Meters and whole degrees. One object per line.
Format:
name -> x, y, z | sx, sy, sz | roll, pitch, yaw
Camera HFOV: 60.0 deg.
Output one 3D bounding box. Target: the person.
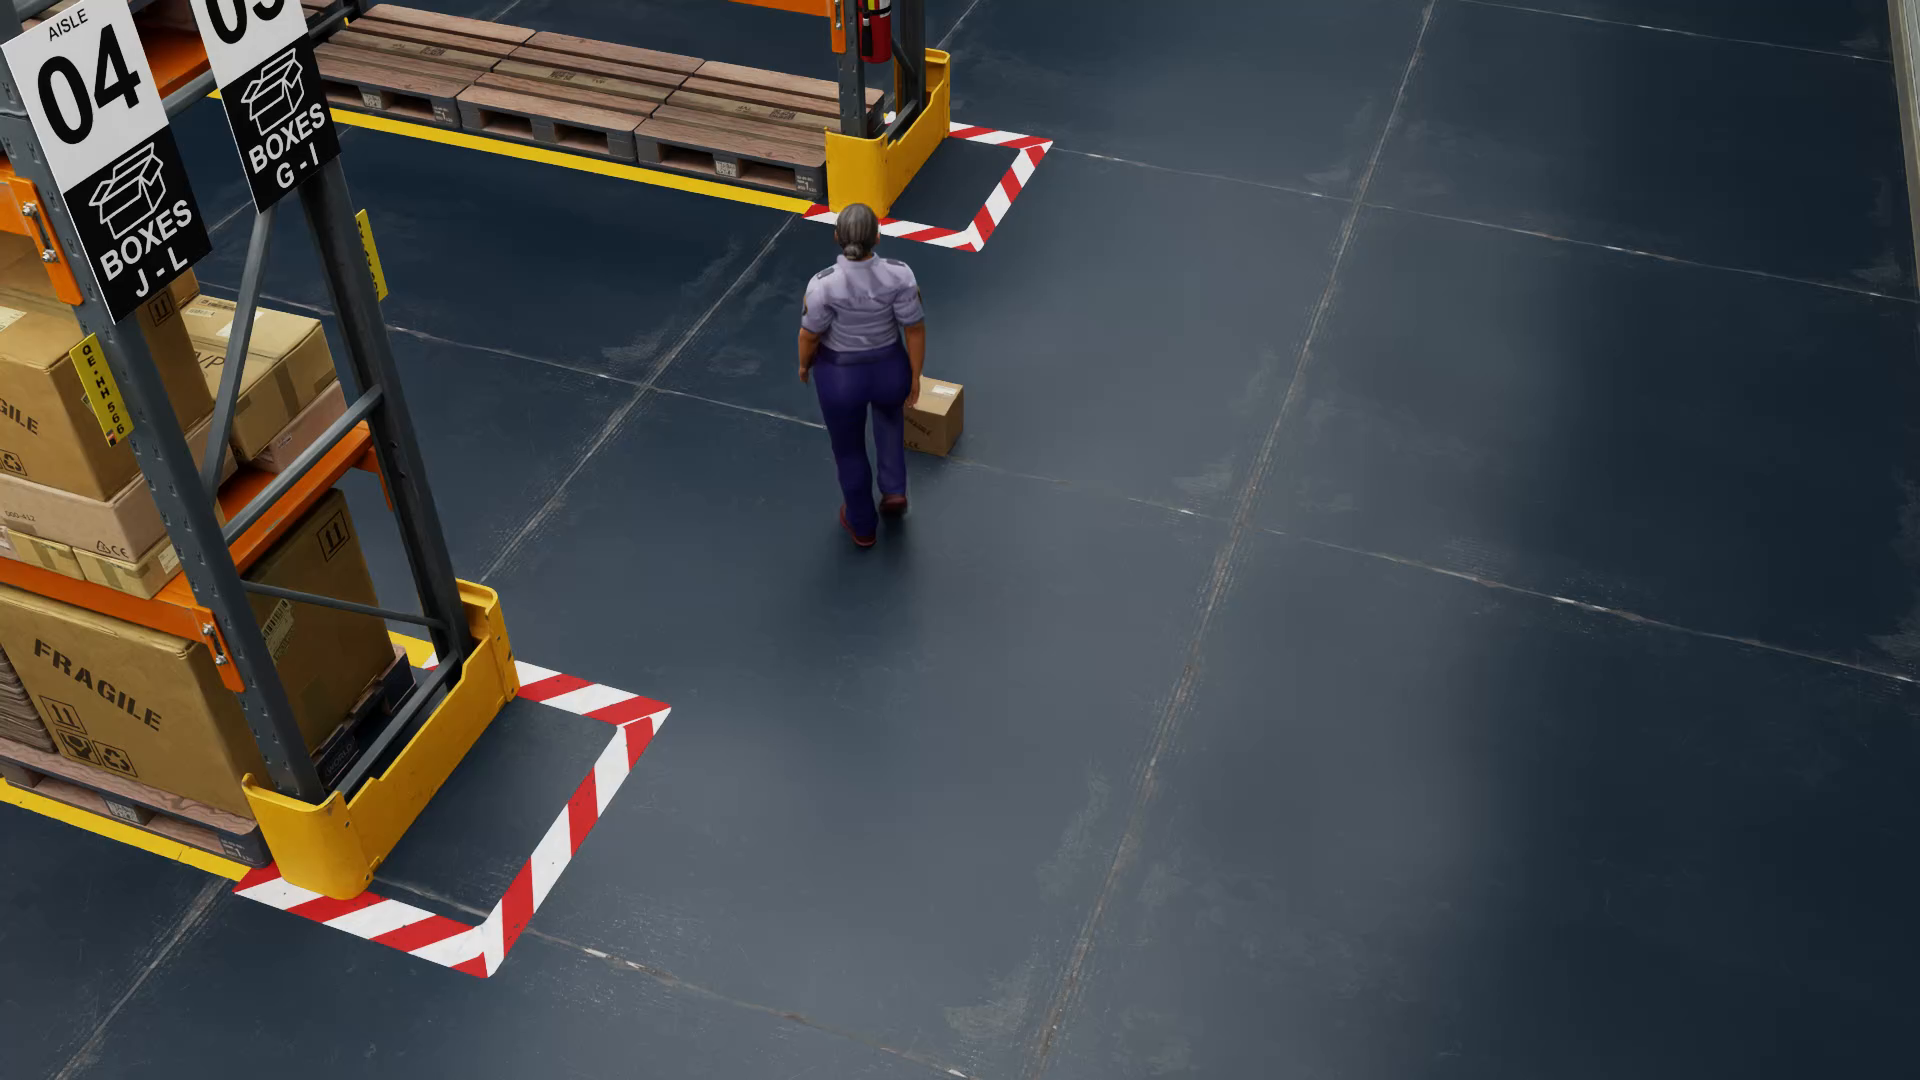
person -> -0.426, -0.699, 6.955 | 0.492, 1.659, 0.430 | -14, 44, -16
